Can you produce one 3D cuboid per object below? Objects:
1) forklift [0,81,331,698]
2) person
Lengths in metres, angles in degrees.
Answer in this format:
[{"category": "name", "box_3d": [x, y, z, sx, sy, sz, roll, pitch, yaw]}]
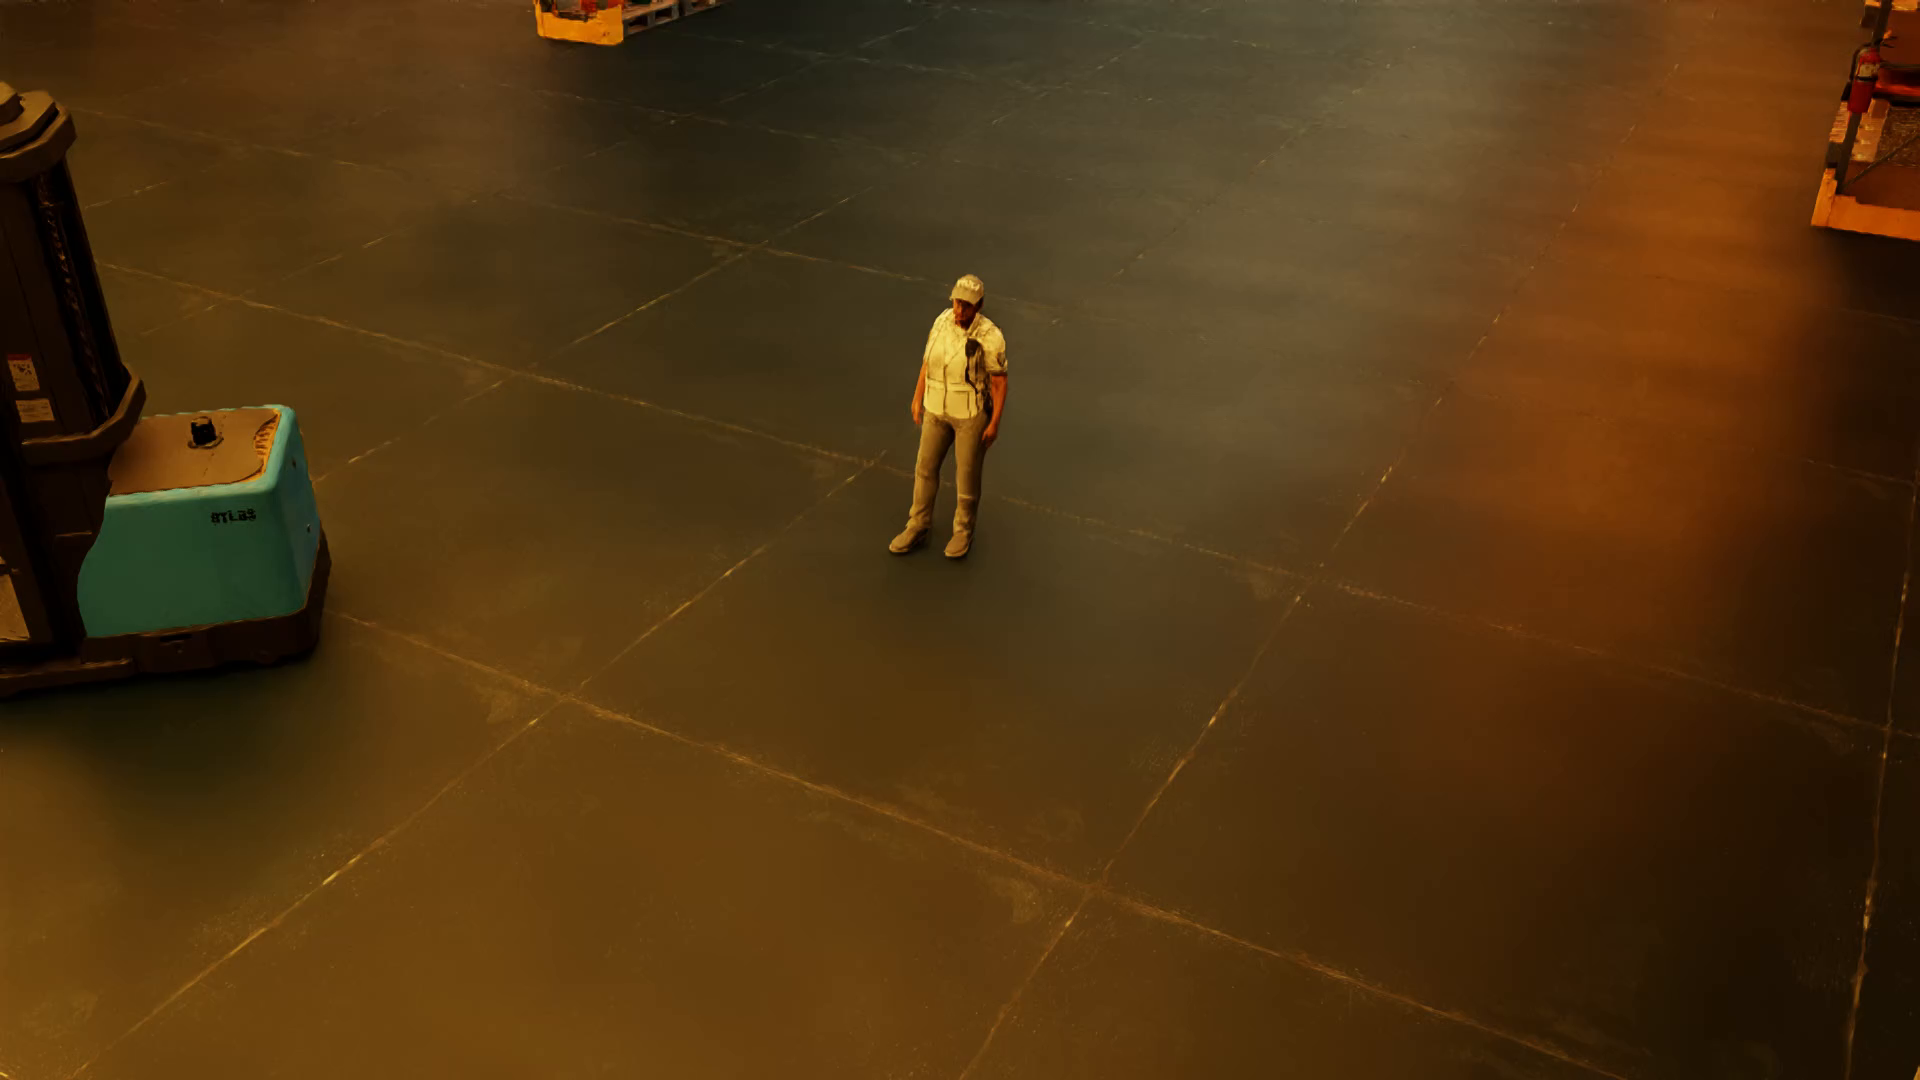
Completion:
[{"category": "forklift", "box_3d": [-5.024, -0.700, 8.283, 3.031, 2.935, 1.130, -7, 31, -11]}, {"category": "person", "box_3d": [-0.057, -0.700, 9.534, 0.598, 1.669, 0.529, 15, 33, 25]}]
